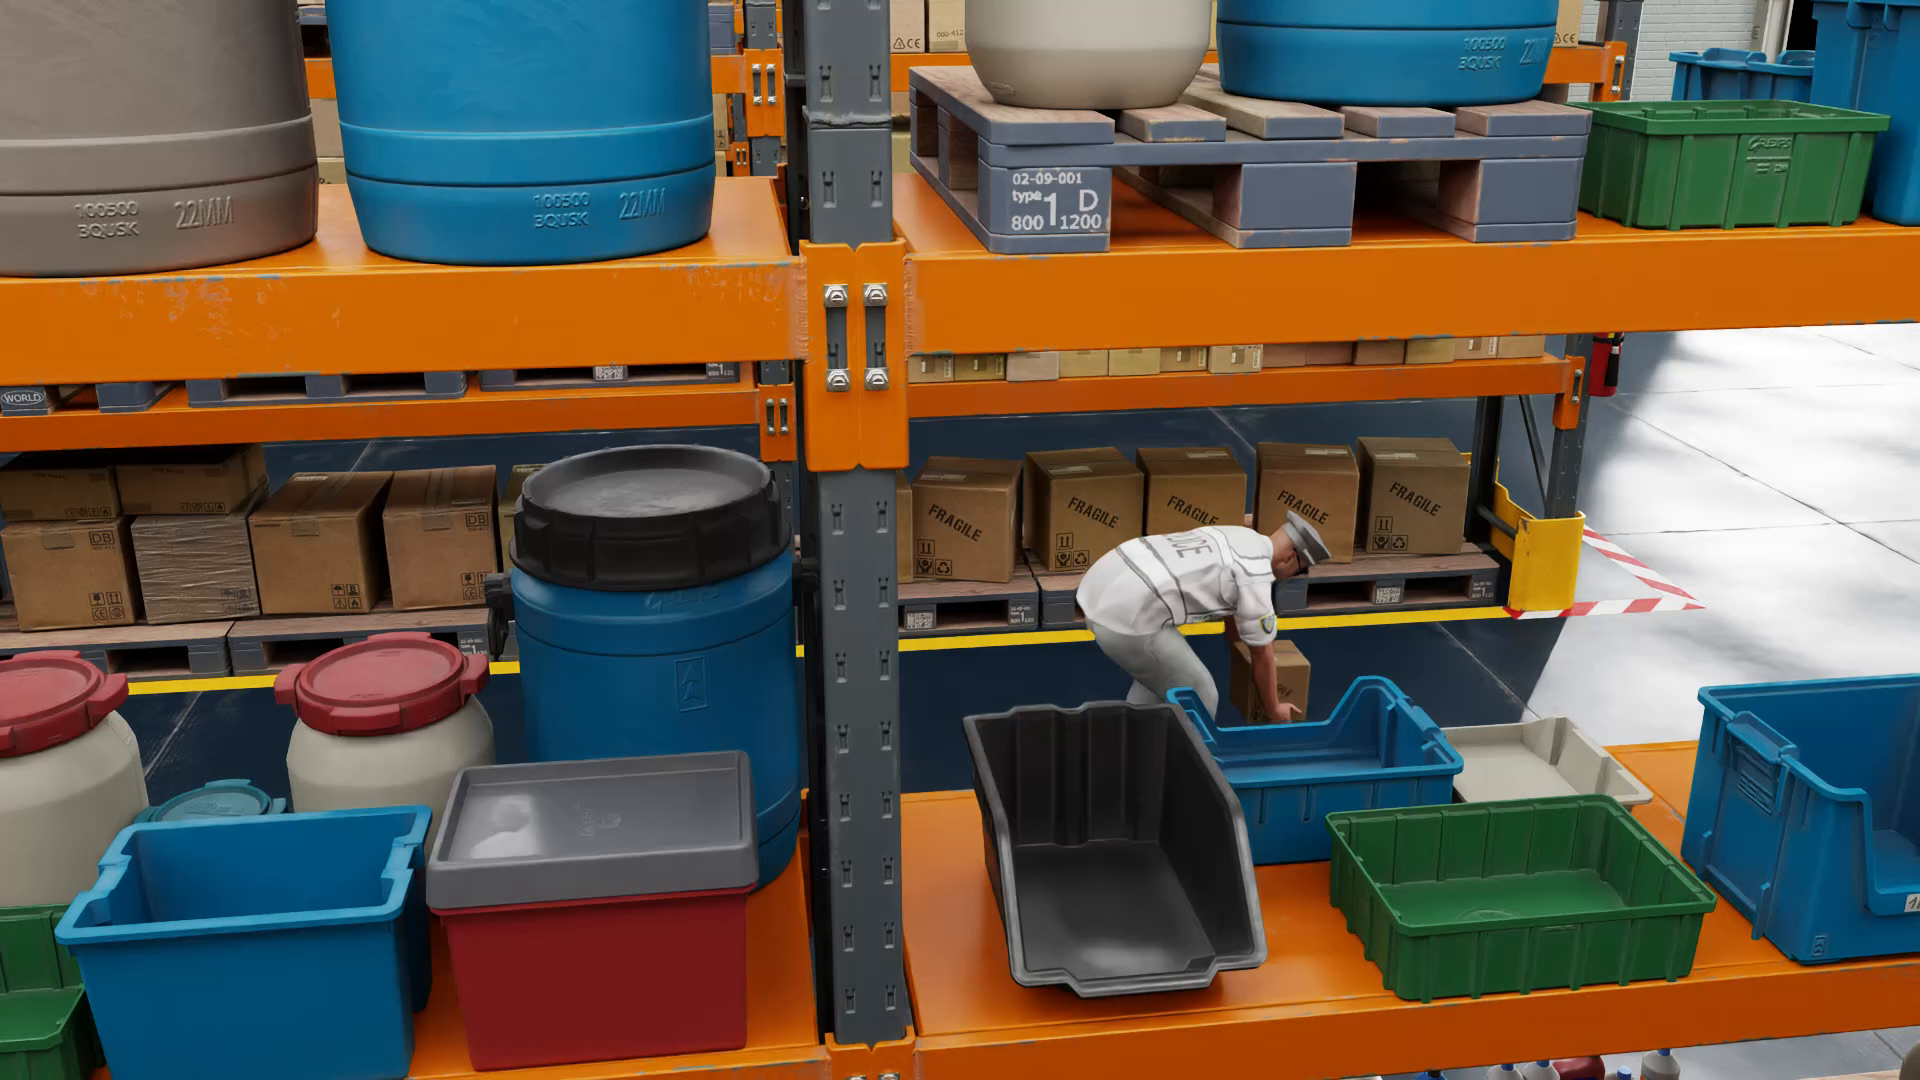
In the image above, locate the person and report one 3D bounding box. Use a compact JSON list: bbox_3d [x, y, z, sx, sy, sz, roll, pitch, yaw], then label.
[{"bbox_3d":[0.984,0.457,6.717,1.032,1.130,0.530,-4,20,-10],"label":"person"}]
